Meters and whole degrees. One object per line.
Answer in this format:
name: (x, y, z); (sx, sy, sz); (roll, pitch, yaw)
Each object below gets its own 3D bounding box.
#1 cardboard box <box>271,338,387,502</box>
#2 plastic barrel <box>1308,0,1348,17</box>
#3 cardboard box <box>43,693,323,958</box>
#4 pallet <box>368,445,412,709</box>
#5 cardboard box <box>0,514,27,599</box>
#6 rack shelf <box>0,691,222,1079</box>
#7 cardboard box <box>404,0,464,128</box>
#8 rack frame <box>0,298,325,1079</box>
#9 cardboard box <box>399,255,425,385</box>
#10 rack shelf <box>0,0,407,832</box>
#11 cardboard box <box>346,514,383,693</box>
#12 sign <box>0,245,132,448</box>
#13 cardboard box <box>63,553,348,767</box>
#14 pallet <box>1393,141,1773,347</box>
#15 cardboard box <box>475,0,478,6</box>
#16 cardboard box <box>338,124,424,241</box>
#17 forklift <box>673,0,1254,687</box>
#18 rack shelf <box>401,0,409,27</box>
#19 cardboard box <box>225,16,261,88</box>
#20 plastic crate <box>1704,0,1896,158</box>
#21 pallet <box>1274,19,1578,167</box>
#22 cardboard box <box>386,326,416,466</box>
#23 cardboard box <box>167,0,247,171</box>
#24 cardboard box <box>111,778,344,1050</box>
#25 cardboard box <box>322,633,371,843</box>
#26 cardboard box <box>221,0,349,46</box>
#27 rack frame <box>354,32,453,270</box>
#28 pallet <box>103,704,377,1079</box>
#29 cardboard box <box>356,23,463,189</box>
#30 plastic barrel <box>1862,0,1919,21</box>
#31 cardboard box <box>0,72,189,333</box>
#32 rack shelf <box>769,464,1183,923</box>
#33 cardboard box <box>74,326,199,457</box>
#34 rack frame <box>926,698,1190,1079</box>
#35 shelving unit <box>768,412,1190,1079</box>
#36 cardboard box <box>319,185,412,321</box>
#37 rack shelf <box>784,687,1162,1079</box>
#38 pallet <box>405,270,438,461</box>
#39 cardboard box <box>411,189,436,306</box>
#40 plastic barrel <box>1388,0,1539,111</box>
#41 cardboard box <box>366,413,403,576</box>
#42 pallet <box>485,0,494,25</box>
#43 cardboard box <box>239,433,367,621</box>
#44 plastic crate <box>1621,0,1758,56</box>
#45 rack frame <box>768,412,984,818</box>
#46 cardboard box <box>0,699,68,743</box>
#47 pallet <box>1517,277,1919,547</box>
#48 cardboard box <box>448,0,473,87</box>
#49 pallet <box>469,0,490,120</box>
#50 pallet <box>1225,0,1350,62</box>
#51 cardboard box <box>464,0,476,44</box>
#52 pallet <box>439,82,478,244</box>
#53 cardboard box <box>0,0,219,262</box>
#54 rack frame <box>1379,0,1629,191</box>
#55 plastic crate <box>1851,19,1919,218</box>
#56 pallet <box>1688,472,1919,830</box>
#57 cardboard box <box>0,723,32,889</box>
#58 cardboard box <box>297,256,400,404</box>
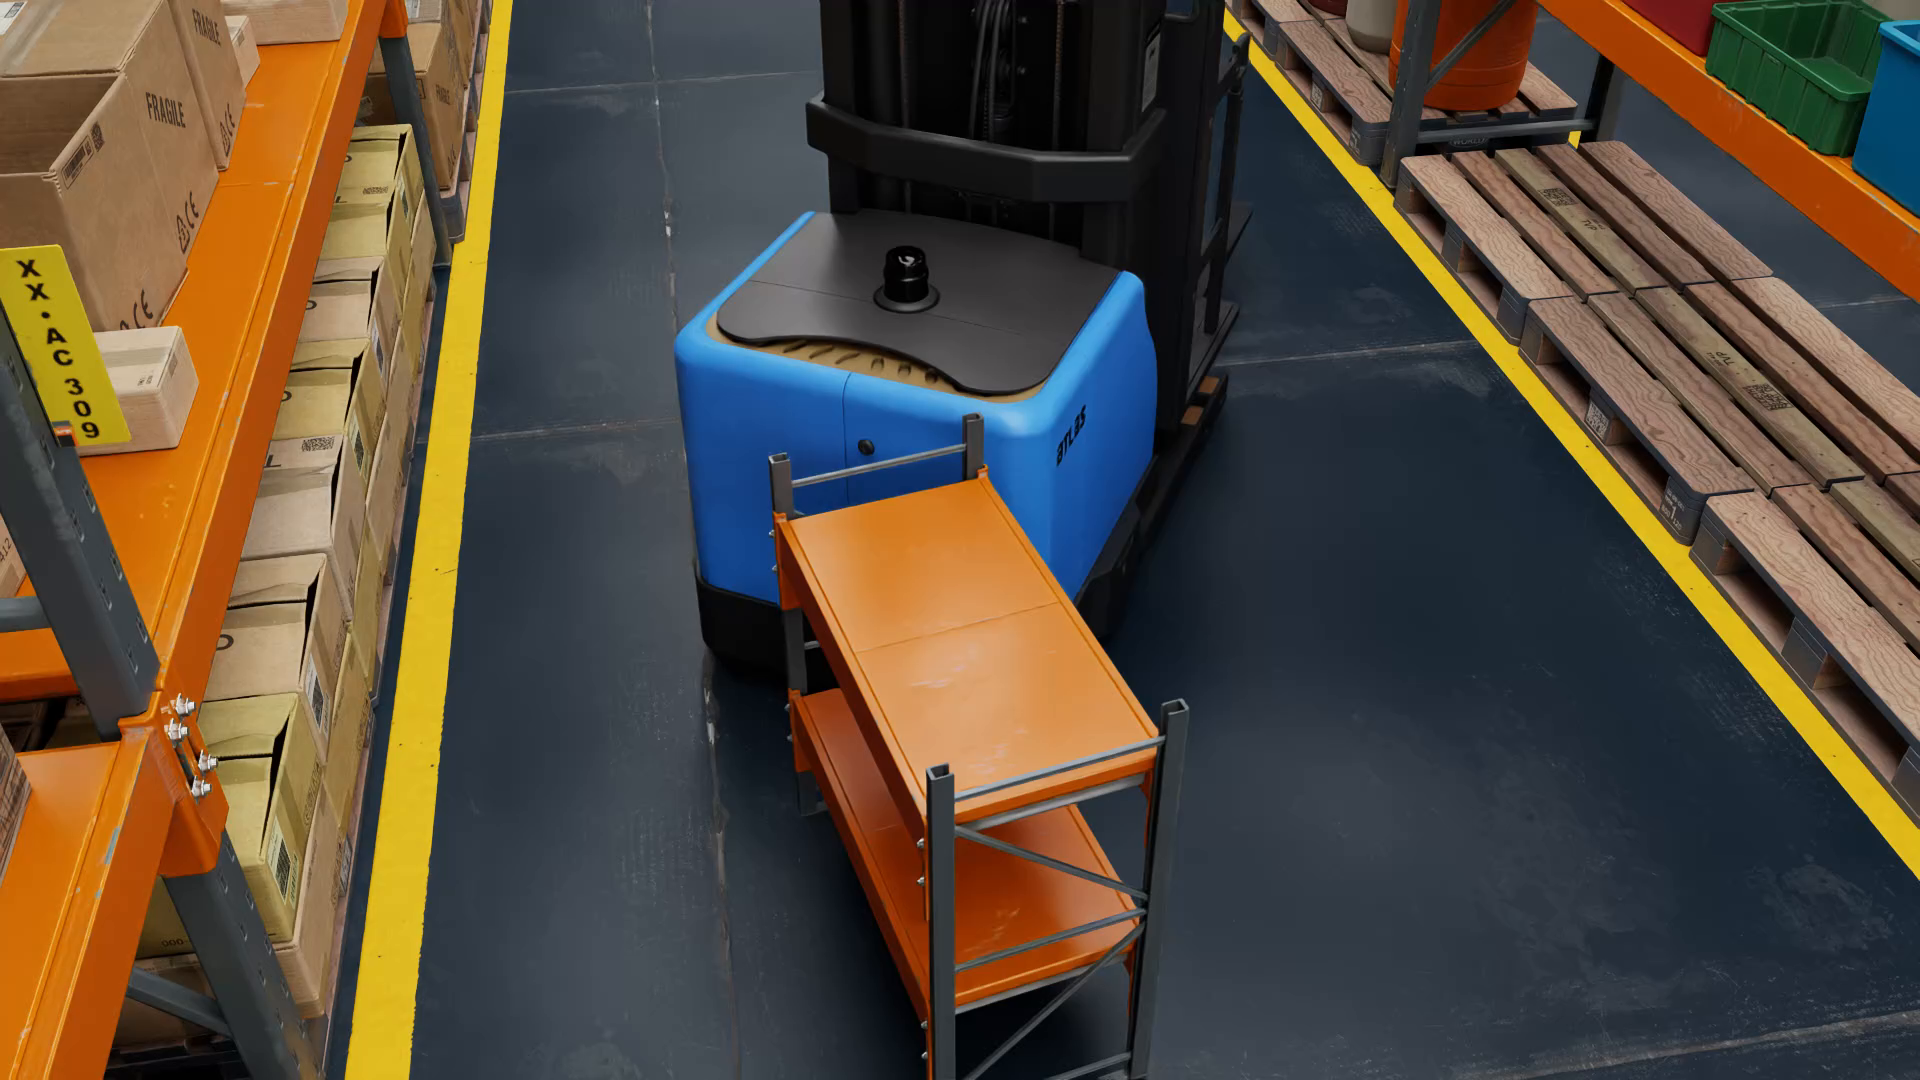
cardboard box: (-1.935, -0.345, 4.691); (0.500, 0.311, 0.500); (-5, 38, -7)
plastic barrel: (2.039, -2.975, 8.257); (0.600, 0.588, 0.708); (-6, 38, -8)
cardboard box: (-1.664, 0.583, 3.496); (0.500, 0.311, 0.500); (-6, 38, -8)
pallet: (-2.222, 0.083, 4.971); (1.003, 0.211, 1.213); (-6, 38, -8)
cardboard box: (-1.966, -0.072, 3.020); (0.500, 0.250, 0.500); (-4, 38, -5)
rack shelf: (-1.486, 1.653, 1.263); (1.077, 0.370, 4.000); (-6, 38, -8)
cardboard box: (-2.434, -2.063, 7.139); (0.500, 0.500, 0.500); (-8, 38, -10)
rack frame: (-1.840, 0.161, 2.597); (0.949, 2.616, 0.053); (-6, 38, -8)
cardboard box: (-2.112, -0.732, 5.647); (0.500, 0.250, 0.500); (-7, 38, -8)
rack shelf: (-2.187, -0.763, 4.373); (1.077, 0.370, 4.000); (-6, 38, -8)
cardboard box: (-1.845, 0.189, 4.460); (0.500, 0.250, 0.500); (-7, 38, -9)
sign: (-1.291, -0.273, 2.386); (0.100, 0.325, 0.005); (-6, 38, -8)
cardboard box: (-1.747, 0.280, 3.886); (0.500, 0.311, 0.500); (-7, 38, -8)
pallet: (2.437, -1.212, 6.638); (1.003, 0.211, 1.213); (-6, 38, -8)
cardboard box: (-2.705, -2.988, 8.330); (0.500, 0.500, 0.500); (-6, 38, -7)
cardboard box: (-2.204, -1.267, 5.877); (0.500, 0.311, 0.500); (-5, 38, -7)
forklift: (0.283, -1.539, 4.842); (1.130, 2.935, 3.031); (14, 40, 17)
rack shelf: (-2.889, -3.179, 7.483); (1.077, 0.370, 4.000); (-6, 38, -8)
cardboard box: (-2.259, -1.392, 4.801); (0.380, 0.149, 0.250); (-4, 38, -5)
plastic crate: (2.457, -1.307, 4.660); (0.450, 0.188, 0.662); (-6, 38, -8)
pallet: (2.160, -2.156, 7.853); (1.003, 0.211, 1.213); (-6, 38, -8)
cardboard box: (-2.027, -0.428, 5.255); (0.500, 0.250, 0.500); (-5, 38, -7)
cardboard box: (-2.228, -1.283, 4.375); (0.500, 0.500, 0.500); (-8, 39, -10)
cardboard box: (-1.664, 0.811, 3.660); (0.500, 0.250, 0.500); (-7, 38, -9)
cardboard box: (-1.752, 0.502, 4.058); (0.500, 0.250, 0.500); (-5, 38, -7)
cardboard box: (-2.108, -1.642, 5.124); (0.380, 0.149, 0.250); (-6, 38, -8)
rack frame: (-2.538, -2.255, 5.708); (1.000, 3.000, 0.127); (-6, 38, -8)
pallet: (-2.004, 0.821, 4.021); (1.003, 0.211, 1.213); (-6, 38, -8)
cardboard box: (-2.336, -1.747, 6.733); (0.500, 0.500, 0.500); (-5, 38, -6)
plastic barrel: (2.884, -1.729, 4.920); (0.433, 0.535, 0.433); (0, 38, 0)
cardboard box: (-2.048, -0.662, 3.576); (0.500, 0.500, 0.500); (-4, 38, -5)
rack shelf: (-0.002, 0.274, 3.503); (0.538, 0.278, 1.000); (-13, 40, -16)
cardboard box: (-1.791, -0.297, 3.392); (0.380, 0.149, 0.250); (-6, 38, -8)
rack frame: (0.179, 0.797, 3.307); (0.500, 1.125, 0.032); (-13, 40, -16)
shelving unit: (-0.002, 0.506, 3.682); (0.538, 1.125, 1.048); (-13, 40, -16)
cardboard box: (-2.106, -0.953, 5.474); (0.500, 0.311, 0.500); (-7, 38, -9)
rack shelf: (-0.002, 0.699, 3.832); (0.538, 0.278, 1.000); (-13, 40, -16)
pallet: (-2.432, -0.652, 5.918); (1.003, 0.211, 1.213); (-6, 38, -8)
cardboard box: (-2.206, -1.043, 6.047); (0.500, 0.250, 0.500); (-5, 38, -7)
plastic barrel: (2.237, -2.388, 7.305); (0.600, 0.830, 0.708); (-6, 38, -8)
cardboard box: (-1.934, -0.118, 4.856); (0.500, 0.250, 0.500); (-6, 38, -7)
pallet: (-3.059, -3.082, 9.046); (1.003, 0.211, 1.213); (-6, 38, -8)
cardboard box: (-1.838, -0.032, 4.288); (0.500, 0.311, 0.500); (-7, 38, -9)
plastic crate: (2.321, -1.802, 5.072); (0.402, 0.464, 0.583); (-6, 38, -8)
rack frame: (-0.184, 0.214, 4.057); (0.500, 1.125, 0.032); (-13, 40, -16)
cardboard box: (-2.287, 0.332, 3.819); (0.500, 0.311, 0.500); (-5, 38, -7)
pallet: (2.647, -0.477, 5.692); (1.003, 0.211, 1.213); (-6, 38, -8)
cardboard box: (-2.517, -2.366, 7.530); (0.500, 0.500, 0.500); (-7, 38, -9)
pallet: (-2.842, -2.344, 8.095); (1.003, 0.211, 1.213); (-6, 38, -8)
pallet: (1.950, -2.891, 8.800); (1.003, 0.211, 1.213); (-6, 38, -8)
cardboard box: (-2.613, -2.681, 7.935); (0.500, 0.500, 0.500); (-7, 38, -9)
pallet: (-2.632, -1.609, 7.149); (1.003, 0.211, 1.213); (-6, 38, -8)
cardboard box: (-2.135, -0.965, 3.965); (0.500, 0.500, 0.500); (-6, 38, -8)
rack frame: (2.339, -2.785, 6.390); (1.000, 3.000, 0.127); (-6, 38, -8)
plastic crate: (2.541, -0.996, 4.100); (0.392, 0.384, 0.575); (-6, 38, -8)
pallet: (2.865, 0.262, 4.741); (1.003, 0.211, 1.213); (-6, 38, -8)
cardboard box: (-1.753, 0.389, 2.223); (0.700, 0.500, 0.500); (-7, 38, -9)
cardboard box: (-2.020, -0.648, 5.081); (0.500, 0.311, 0.500); (-6, 38, -8)
